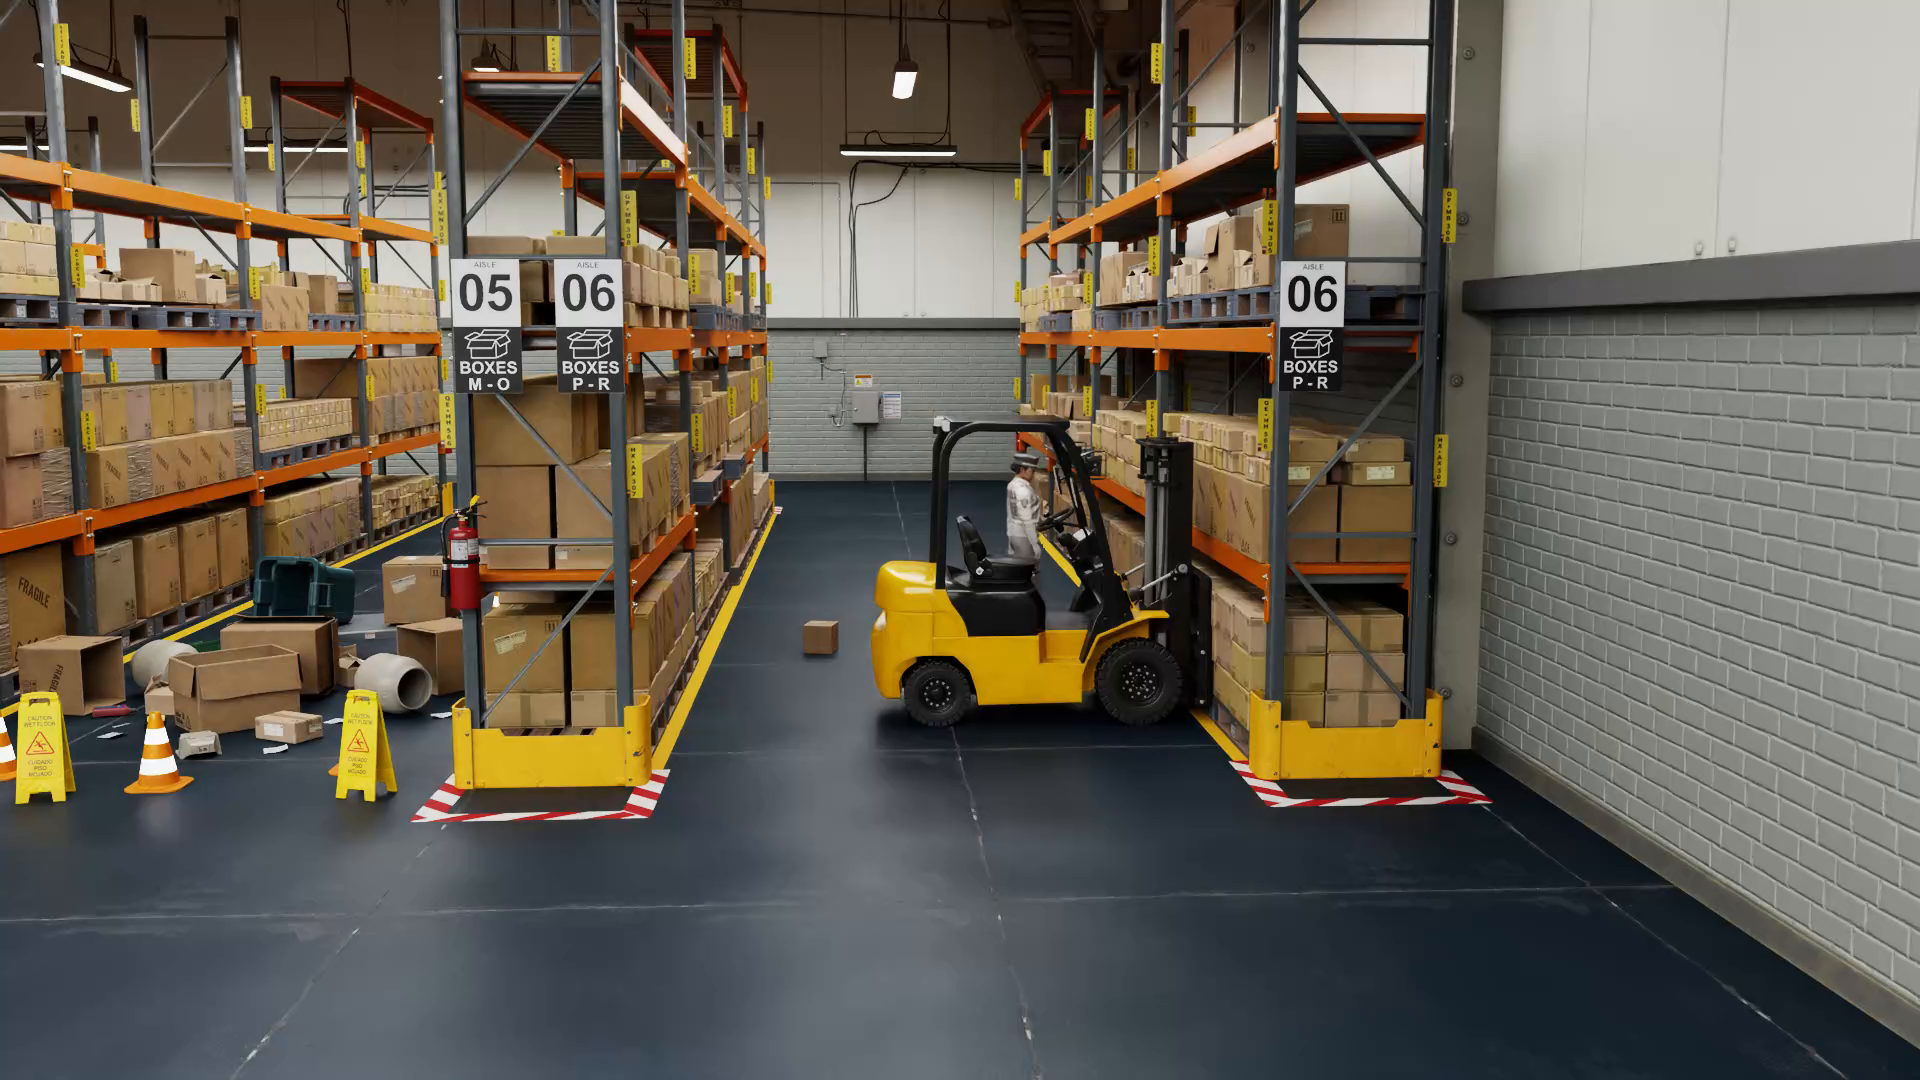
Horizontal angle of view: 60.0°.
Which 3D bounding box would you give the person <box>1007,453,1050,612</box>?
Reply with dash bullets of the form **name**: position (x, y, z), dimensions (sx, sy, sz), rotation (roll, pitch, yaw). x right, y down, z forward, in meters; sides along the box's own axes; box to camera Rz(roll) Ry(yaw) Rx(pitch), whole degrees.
- **person**: position (0.683, 0.014, 15.528), dimensions (0.708, 1.646, 0.520), rotation (-1, 7, -11)
